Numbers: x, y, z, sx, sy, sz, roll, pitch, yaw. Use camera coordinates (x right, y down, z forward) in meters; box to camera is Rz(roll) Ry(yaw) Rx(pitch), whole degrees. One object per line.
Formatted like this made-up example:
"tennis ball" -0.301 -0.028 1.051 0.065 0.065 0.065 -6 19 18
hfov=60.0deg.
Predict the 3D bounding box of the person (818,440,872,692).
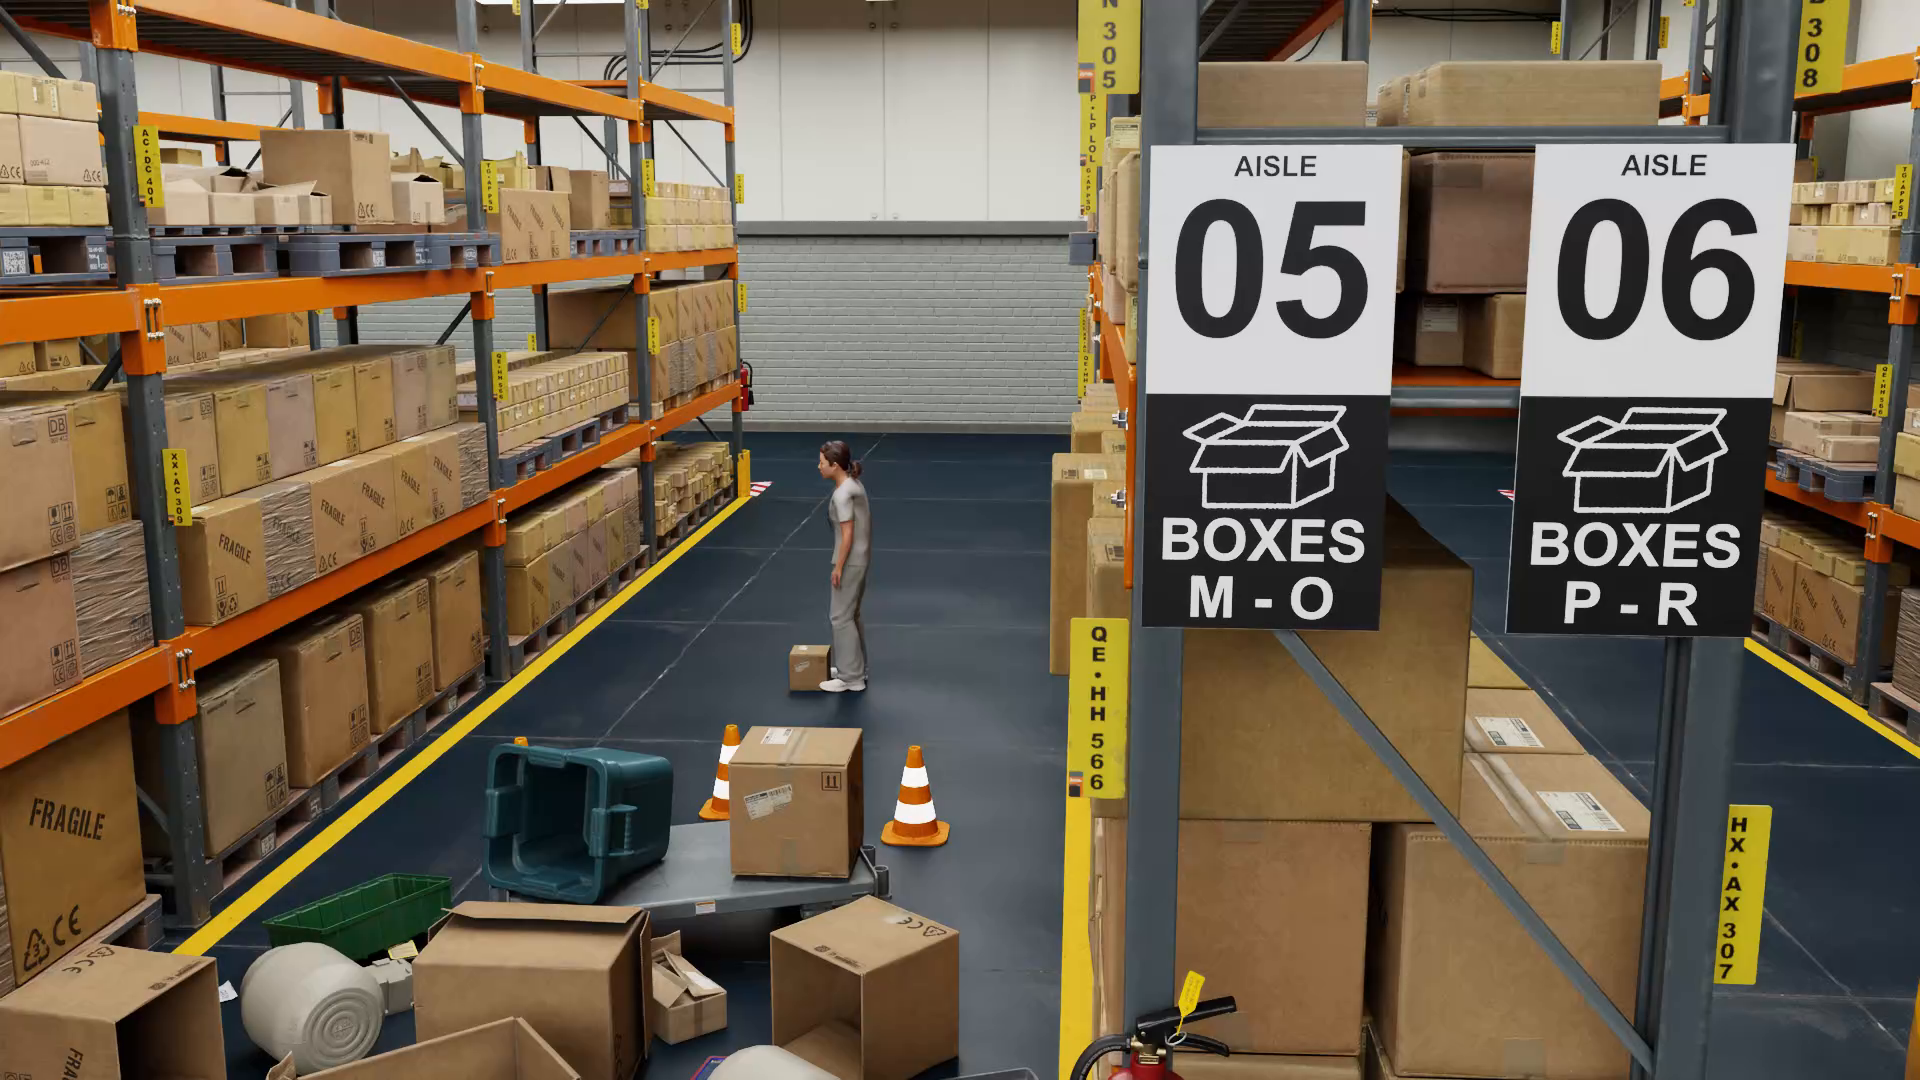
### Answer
"person" -0.760 0.164 11.073 0.349 1.673 0.503 0 11 2
